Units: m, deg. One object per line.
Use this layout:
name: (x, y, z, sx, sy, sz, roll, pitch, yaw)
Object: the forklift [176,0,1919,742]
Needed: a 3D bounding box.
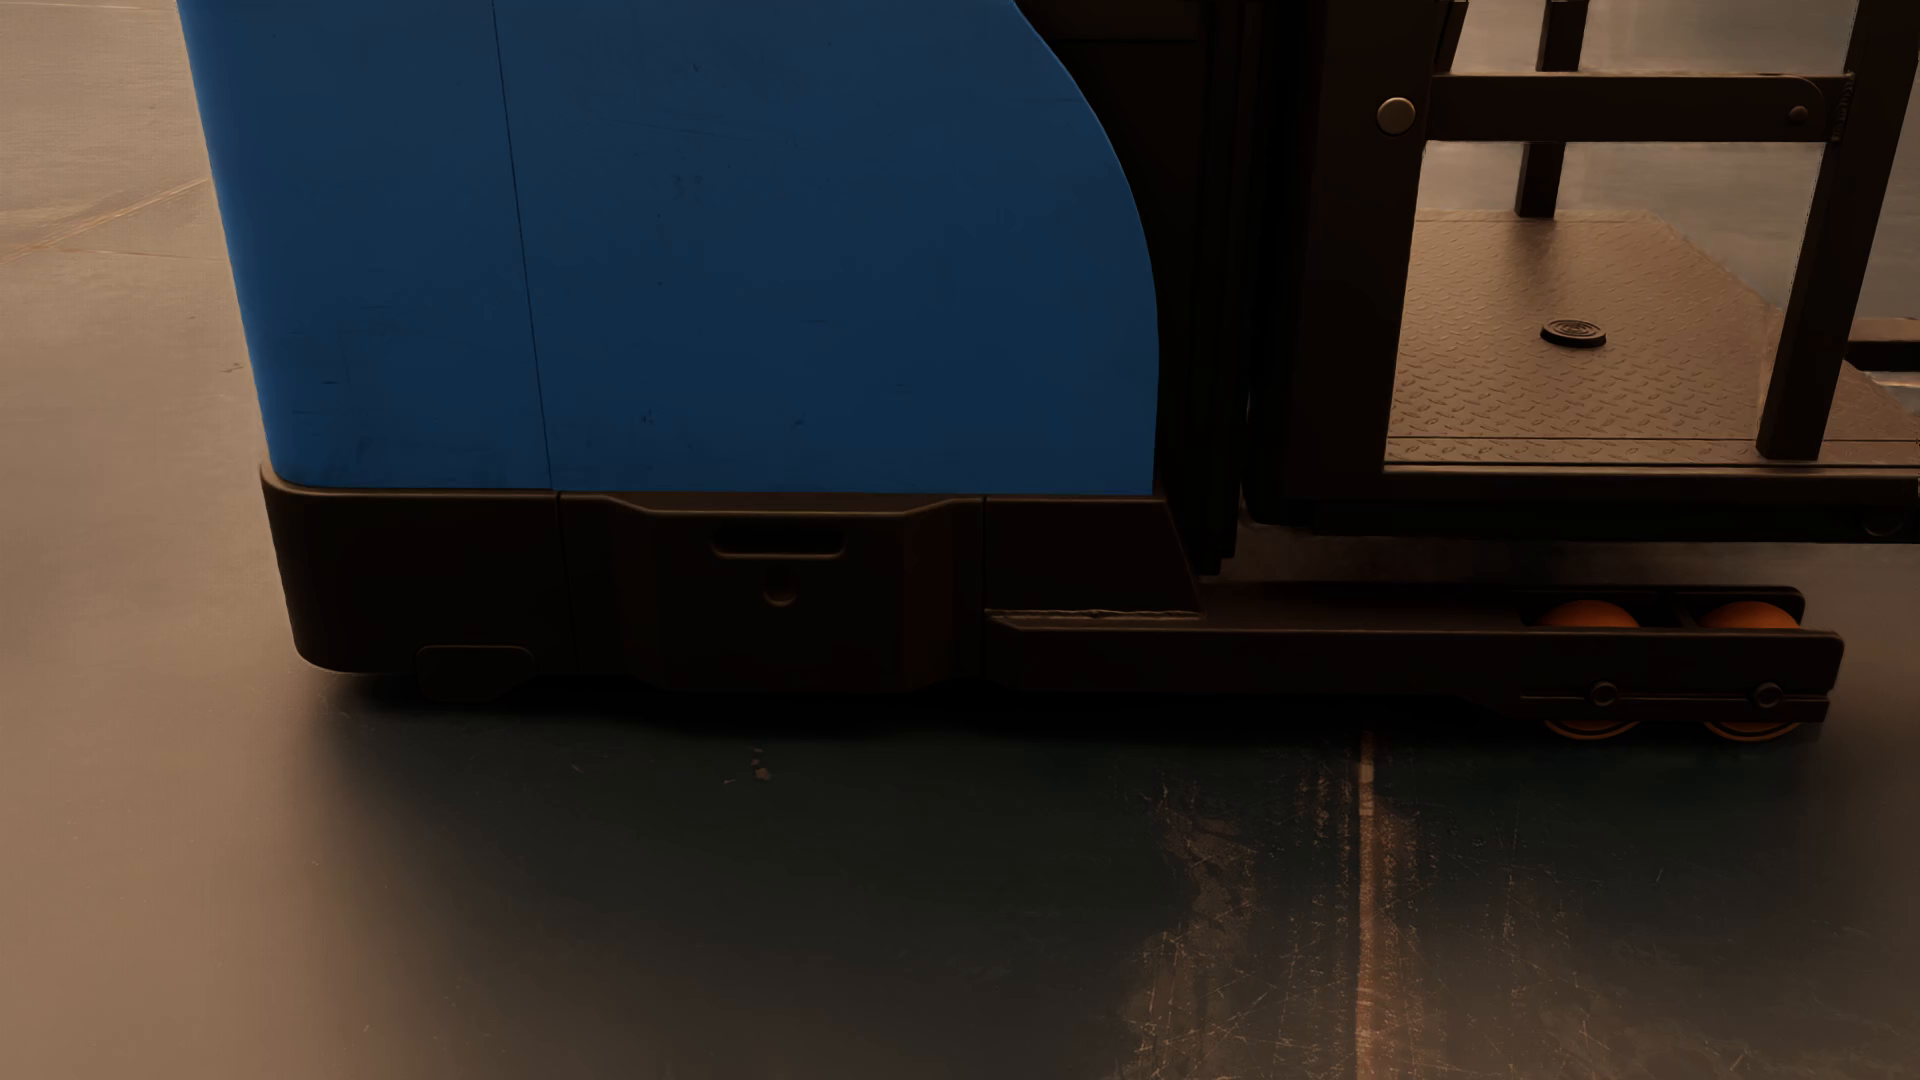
forklift: (0.683, -1.307, 1.837, 3.031, 2.935, 1.130, 0, 27, 1)
